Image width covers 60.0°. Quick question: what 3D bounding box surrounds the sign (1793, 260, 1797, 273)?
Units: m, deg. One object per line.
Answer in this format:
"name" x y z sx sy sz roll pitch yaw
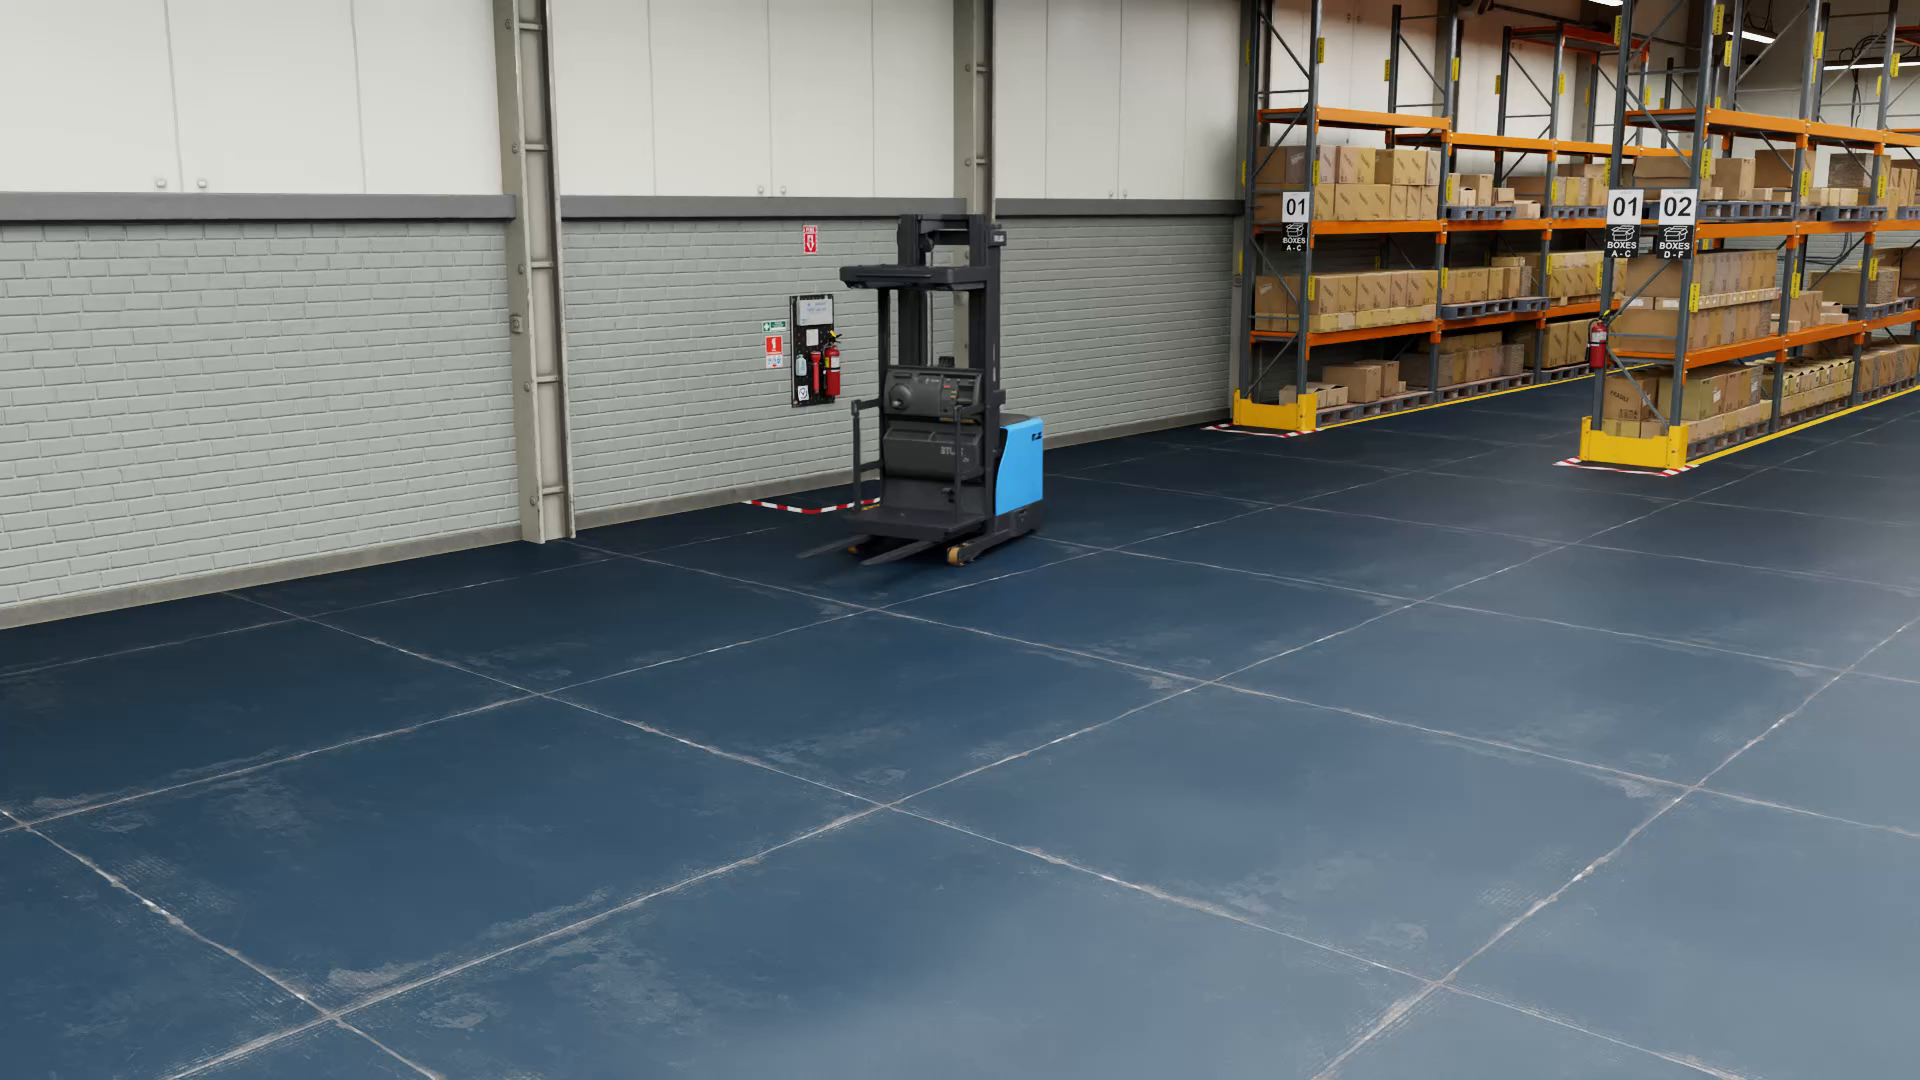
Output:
"sign" 12.906 -4.172 25.727 0.100 0.325 0.005 10 15 40

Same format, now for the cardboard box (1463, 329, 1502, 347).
"cardboard box" 8.737 -3.384 27.877 0.500 0.250 0.500 10 15 41

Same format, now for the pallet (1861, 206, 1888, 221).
"pallet" 12.939 -4.842 24.655 1.213 0.211 1.003 11 16 43

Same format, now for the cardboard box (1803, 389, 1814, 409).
"cardboard box" 11.810 -2.023 23.666 0.500 0.250 0.500 9 15 39

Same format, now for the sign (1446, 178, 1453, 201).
"sign" 7.368 -5.281 25.056 0.100 0.325 0.005 10 15 40

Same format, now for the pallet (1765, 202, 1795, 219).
"pallet" 10.136 -4.285 21.612 1.003 0.211 1.213 10 15 40

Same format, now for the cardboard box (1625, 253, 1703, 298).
"cardboard box" 8.391 -3.158 19.833 0.700 0.500 0.500 10 15 41

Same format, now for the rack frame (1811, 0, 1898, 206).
"rack frame" 13.320 -6.516 24.901 1.000 3.000 0.127 10 15 40

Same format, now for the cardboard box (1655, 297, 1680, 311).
"cardboard box" 8.459 -2.795 19.672 0.380 0.149 0.250 10 15 40

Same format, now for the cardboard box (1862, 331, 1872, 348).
"cardboard box" 14.798 -3.334 27.628 0.500 0.250 0.500 10 15 40

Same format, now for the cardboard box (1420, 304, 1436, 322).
"cardboard box" 6.871 -3.453 25.214 0.500 0.250 0.500 10 15 40

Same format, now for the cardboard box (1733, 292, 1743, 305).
"cardboard box" 9.648 -3.059 20.998 0.380 0.149 0.250 10 15 42

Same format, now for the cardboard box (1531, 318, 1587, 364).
"cardboard box" 10.763 -3.586 29.960 0.750 0.750 0.750 10 15 40

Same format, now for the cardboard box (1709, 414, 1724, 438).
"cardboard box" 9.217 -1.453 20.813 0.500 0.250 0.500 10 15 40

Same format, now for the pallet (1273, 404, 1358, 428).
"pallet" 4.928 -1.796 23.704 1.003 0.211 1.213 10 15 40

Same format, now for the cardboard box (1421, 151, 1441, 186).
"cardboard box" 6.829 -5.537 24.798 0.500 0.500 0.500 8 14 36

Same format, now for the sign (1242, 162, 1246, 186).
"sign" 3.911 -5.017 22.793 0.100 0.325 0.005 10 15 40

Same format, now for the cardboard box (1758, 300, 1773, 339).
"cardboard box" 10.391 -2.969 22.201 0.700 0.500 0.500 9 15 39

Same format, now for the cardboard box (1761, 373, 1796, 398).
"cardboard box" 11.139 -2.147 22.858 0.500 0.311 0.500 10 15 41

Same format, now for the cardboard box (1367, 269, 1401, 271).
"cardboard box" 6.488 -3.888 25.474 0.500 0.500 0.500 9 15 39

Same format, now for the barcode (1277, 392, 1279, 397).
"barcode" 4.551 -2.084 23.742 0.001 0.075 0.075 10 15 40

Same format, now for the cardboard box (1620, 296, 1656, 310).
"cardboard box" 8.148 -2.846 19.927 0.380 0.149 0.250 9 15 39

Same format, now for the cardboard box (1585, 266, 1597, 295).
"cardboard box" 11.128 -4.684 29.977 0.500 0.500 0.500 10 15 42

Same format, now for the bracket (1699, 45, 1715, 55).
"bracket" 16.002 -10.501 35.659 0.235 0.232 0.430 10 15 40

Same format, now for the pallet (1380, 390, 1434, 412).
"pallet" 6.539 -2.155 25.501 1.003 0.211 1.213 10 15 40

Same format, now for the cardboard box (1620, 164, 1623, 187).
"cardboard box" 12.522 -6.956 31.901 0.500 0.500 0.500 10 15 40

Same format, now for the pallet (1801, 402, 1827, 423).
"pallet" 11.941 -1.912 24.286 1.003 0.211 1.213 10 15 40

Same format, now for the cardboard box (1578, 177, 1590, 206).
"cardboard box" 10.875 -6.268 29.936 0.700 0.500 0.500 10 15 40

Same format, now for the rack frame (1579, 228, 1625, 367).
"rack frame" 12.236 -4.803 31.639 1.000 3.000 0.127 10 15 40

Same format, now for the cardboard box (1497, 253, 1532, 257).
"cardboard box" 9.701 -4.887 29.080 0.500 0.250 0.500 10 15 42

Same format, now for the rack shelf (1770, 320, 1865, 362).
"rack shelf" 11.999 -2.928 24.086 1.077 0.370 4.000 10 15 40

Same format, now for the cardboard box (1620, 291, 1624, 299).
"cardboard box" 12.226 -4.603 31.229 0.380 0.149 0.250 10 15 41

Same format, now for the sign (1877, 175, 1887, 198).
"sign" 13.731 -5.265 24.771 0.100 0.325 0.005 10 15 40

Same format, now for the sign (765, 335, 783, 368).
"sign" -1.936 -1.960 17.316 0.001 0.329 0.234 10 15 40

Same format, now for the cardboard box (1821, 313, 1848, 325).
"cardboard box" 12.933 -3.283 24.672 0.380 0.149 0.250 10 15 40

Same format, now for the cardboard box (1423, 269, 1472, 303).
"cardboard box" 7.691 -4.043 26.453 0.500 0.500 0.700 -10 15 -42

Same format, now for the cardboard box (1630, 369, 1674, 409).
"cardboard box" 8.818 -1.889 21.084 0.500 0.500 0.500 10 15 40

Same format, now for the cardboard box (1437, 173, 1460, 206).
"cardboard box" 7.377 -5.422 25.752 0.500 0.500 0.500 -9 15 -39

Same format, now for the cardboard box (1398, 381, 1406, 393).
"cardboard box" 6.625 -2.370 25.567 0.380 0.166 0.250 7 14 33

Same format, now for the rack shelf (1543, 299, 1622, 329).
"rack shelf" 10.916 -4.156 30.236 1.077 0.370 4.000 10 15 40

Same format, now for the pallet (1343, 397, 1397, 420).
"pallet" 5.734 -1.975 24.599 1.003 0.211 1.213 10 15 40

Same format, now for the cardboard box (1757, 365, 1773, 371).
"cardboard box" 11.401 -2.366 23.953 0.500 0.311 0.500 10 15 40

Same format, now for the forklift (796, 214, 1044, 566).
"forklift" -0.337 -1.314 14.346 1.130 2.935 3.031 6 13 27

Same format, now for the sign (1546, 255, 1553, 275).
"sign" 10.010 -4.675 28.242 0.100 0.325 0.005 10 15 40

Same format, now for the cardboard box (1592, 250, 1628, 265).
"cardboard box" 12.120 -5.274 31.015 0.500 0.250 0.500 10 15 42

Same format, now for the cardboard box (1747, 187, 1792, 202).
"cardboard box" 11.093 -4.679 22.670 0.500 0.250 0.500 -10 15 -42

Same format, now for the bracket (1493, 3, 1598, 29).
"bracket" 10.330 -9.236 29.328 0.076 0.066 4.783 10 15 40

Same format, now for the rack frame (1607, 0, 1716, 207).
"rack frame" 8.039 -5.339 19.008 1.000 3.000 0.127 10 15 40

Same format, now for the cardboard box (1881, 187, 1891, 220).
"cardboard box" 13.919 -5.238 25.904 0.910 0.500 0.500 10 15 40

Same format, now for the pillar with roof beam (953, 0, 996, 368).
"pillar with roof beam" 3.401 -4.755 16.081 9.100 9.000 0.400 10 15 40

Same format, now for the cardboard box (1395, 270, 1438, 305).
"cardboard box" 6.876 -3.820 25.137 0.500 0.500 0.500 10 15 40

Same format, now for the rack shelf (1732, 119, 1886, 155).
"rack shelf" 11.999 -5.673 23.537 1.077 0.370 4.000 10 15 40

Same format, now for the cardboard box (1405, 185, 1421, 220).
"cardboard box" 6.465 -4.977 24.544 0.500 0.500 0.500 8 14 36

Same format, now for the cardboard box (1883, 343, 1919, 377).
"cardboard box" 15.850 -3.043 28.088 0.500 0.500 0.500 10 15 40

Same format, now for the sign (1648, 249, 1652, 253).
"sign" 14.464 -5.928 34.856 0.100 0.325 0.005 10 15 40

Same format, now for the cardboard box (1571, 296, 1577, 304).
"cardboard box" 10.816 -4.313 29.773 0.380 0.149 0.250 10 15 41
